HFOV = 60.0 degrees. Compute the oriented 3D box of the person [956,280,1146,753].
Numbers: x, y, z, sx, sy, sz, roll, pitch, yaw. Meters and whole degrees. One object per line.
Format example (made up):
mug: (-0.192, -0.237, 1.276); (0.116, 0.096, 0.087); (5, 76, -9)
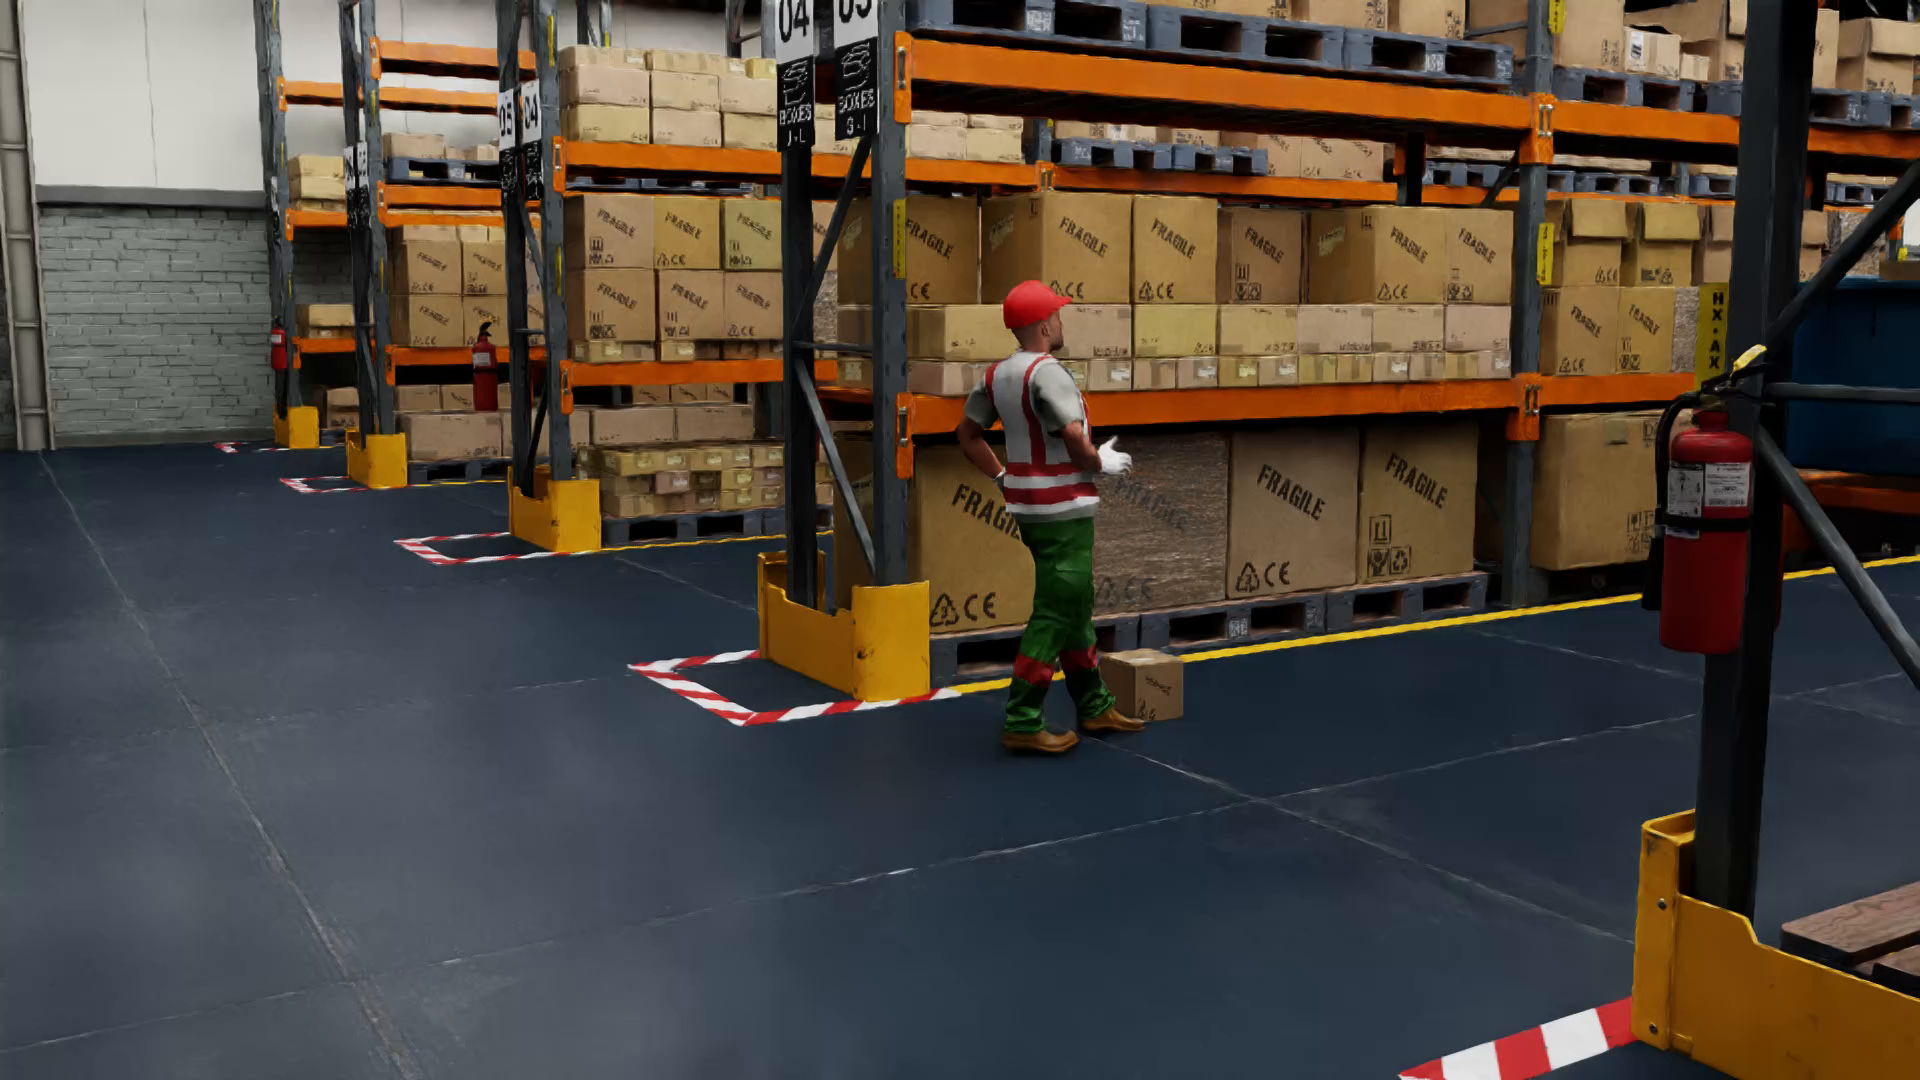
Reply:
person: (0.445, -0.091, 6.408); (0.710, 1.797, 0.709); (-4, 9, -26)
